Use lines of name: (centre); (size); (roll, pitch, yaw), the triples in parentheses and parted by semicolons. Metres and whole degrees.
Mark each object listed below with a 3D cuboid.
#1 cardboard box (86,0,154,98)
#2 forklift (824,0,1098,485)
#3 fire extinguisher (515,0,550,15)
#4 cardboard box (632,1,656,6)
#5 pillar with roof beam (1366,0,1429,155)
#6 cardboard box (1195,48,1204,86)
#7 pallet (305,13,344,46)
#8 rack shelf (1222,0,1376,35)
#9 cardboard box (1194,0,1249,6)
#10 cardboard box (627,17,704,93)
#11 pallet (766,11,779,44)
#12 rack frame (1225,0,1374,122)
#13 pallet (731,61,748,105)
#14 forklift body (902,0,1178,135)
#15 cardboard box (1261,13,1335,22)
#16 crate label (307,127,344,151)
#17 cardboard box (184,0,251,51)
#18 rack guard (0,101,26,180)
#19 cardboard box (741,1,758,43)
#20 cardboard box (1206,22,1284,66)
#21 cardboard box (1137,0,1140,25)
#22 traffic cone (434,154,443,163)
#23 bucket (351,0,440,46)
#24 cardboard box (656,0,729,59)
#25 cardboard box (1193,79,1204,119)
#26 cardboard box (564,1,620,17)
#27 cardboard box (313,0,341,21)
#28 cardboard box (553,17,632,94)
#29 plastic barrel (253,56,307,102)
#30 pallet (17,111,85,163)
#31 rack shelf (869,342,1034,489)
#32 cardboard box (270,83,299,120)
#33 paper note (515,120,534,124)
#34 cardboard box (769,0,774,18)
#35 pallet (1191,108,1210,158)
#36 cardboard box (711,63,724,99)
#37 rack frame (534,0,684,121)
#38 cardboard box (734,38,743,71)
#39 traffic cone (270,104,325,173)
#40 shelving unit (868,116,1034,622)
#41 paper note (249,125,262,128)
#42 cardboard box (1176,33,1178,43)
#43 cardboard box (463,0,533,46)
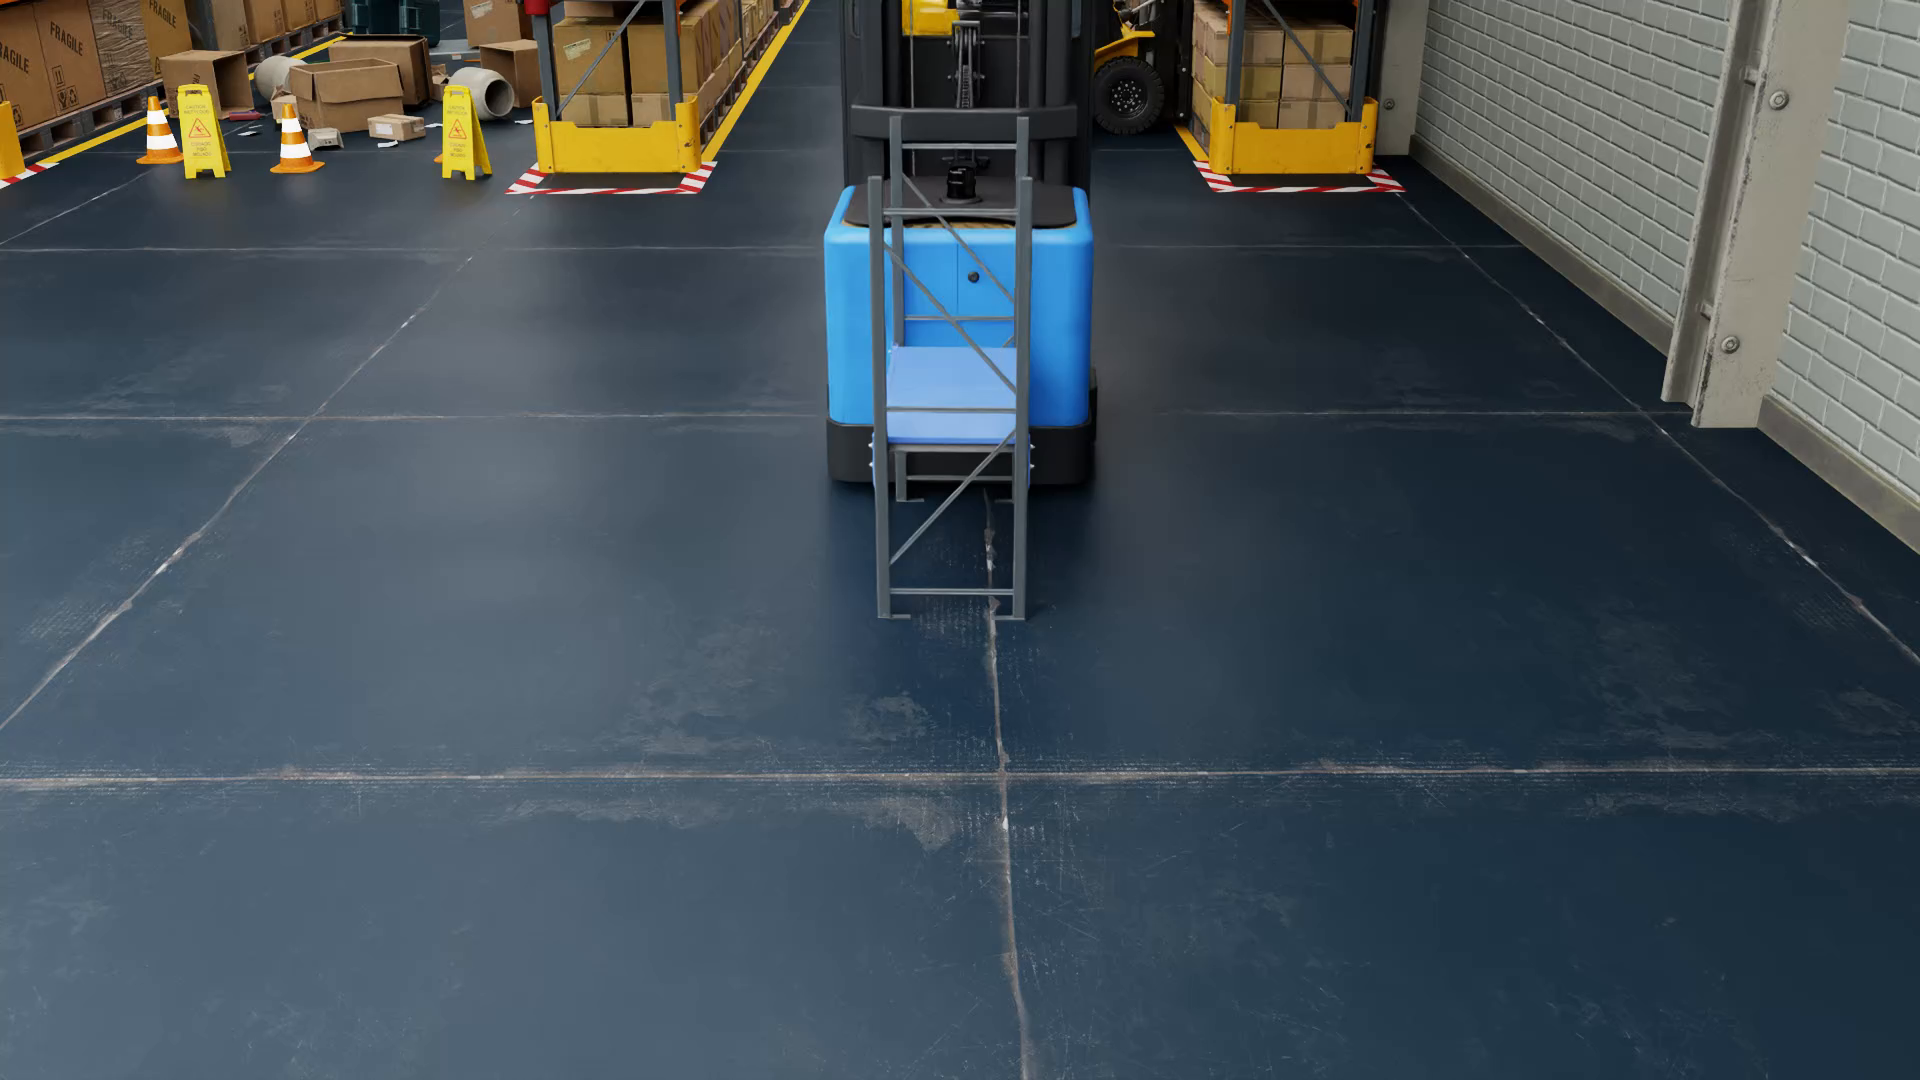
cardboard box: (-7.562, -4.281, 14.144); (0.875, 0.875, 0.875); (0, 24, 0)
forklift: (0.040, -2.117, 7.374); (1.130, 2.935, 3.031); (1, 24, 2)
fire extinguisher: (-2.980, -4.020, 11.592); (0.296, 0.674, 0.183); (0, 24, -1)
cardboard box: (-2.806, -4.354, 14.154); (0.500, 0.500, 0.500); (1, 24, 2)
pillar with roof beam: (-0.968, -7.133, 11.102); (9.100, 9.000, 0.400); (0, 24, -1)
cardboard box: (2.131, -3.700, 13.012); (0.500, 0.250, 0.500); (0, 24, -1)
pallet: (-7.623, -5.741, 18.688); (1.003, 0.211, 1.213); (0, 24, -1)
rack shelf: (2.422, -4.624, 13.708); (1.077, 0.370, 4.000); (0, 24, -1)
cardboard box: (2.102, -4.338, 13.814); (0.500, 0.250, 0.500); (-1, 24, -2)
cardboard box: (-2.253, -3.728, 12.769); (0.500, 0.500, 0.500); (-1, 24, -2)
pallet: (-2.600, -5.808, 18.836); (1.003, 0.211, 1.213); (0, 24, -1)
rack frame: (2.443, -4.128, 11.737); (1.000, 3.000, 0.127); (0, 24, -1)
pallet: (-2.521, -4.205, 15.292); (1.003, 0.211, 1.213); (0, 24, -1)
forklift body: (0.598, -4.515, 13.622); (2.313, 2.155, 1.214); (0, 24, -1)
cardboard box: (2.618, -3.927, 12.906); (0.500, 0.250, 0.500); (0, 24, 0)
crate label: (-4.991, -3.150, 13.048); (0.250, 0.136, 0.298); (-14, 28, -28)
cardboard box: (-7.609, -5.110, 16.129); (1.050, 0.750, 0.750); (0, 24, -1)
rack guard: (-7.468, -2.891, 12.037); (1.175, 0.500, 0.348); (0, 24, -1)
cardboard box: (-2.583, -5.259, 16.917); (0.950, 0.372, 0.625); (1, 24, 3)
cardboard box: (2.126, -3.710, 12.428); (0.500, 0.250, 0.500); (1, 24, 1)
cardboard box: (2.372, -5.730, 17.652); (0.875, 0.625, 0.625); (-1, 24, -3)
traffic cone: (-3.815, -3.120, 12.586); (0.336, 0.463, 0.334); (0, 24, -1)
bucket: (-5.205, -4.844, 15.448); (0.726, 0.611, 0.620); (8, 16, 18)
cardboard box: (-2.275, -4.370, 14.190); (0.500, 0.500, 0.500); (1, 24, 2)
cardboard box: (2.126, -3.464, 13.096); (0.500, 0.250, 0.500); (0, 24, -1)
cardboard box: (-2.861, -4.160, 12.938); (0.380, 0.149, 0.250); (0, 24, 1)
cardboard box: (-7.639, -6.252, 18.653); (1.050, 0.750, 0.750); (-1, 24, -1)
cardboard box: (-2.790, -3.713, 12.737); (0.500, 0.500, 0.500); (0, 24, 0)
plastic barrel: (-5.966, -4.054, 14.700); (0.512, 0.421, 0.421); (19, 30, 35)
pallet: (-7.556, -3.099, 12.846); (1.003, 0.211, 1.213); (0, 24, -1)
rack shelf: (-0.016, -0.460, 5.884); (0.538, 0.185, 1.000); (1, 24, 1)
cardboard box: (-5.652, -3.743, 14.203); (0.396, 0.266, 0.258); (4, 25, 9)
paper note: (-3.676, -3.534, 14.026); (0.142, 0.019, 0.148); (-9, 26, -19)
cardboard box: (-2.611, -6.162, 18.913); (0.950, 0.372, 0.625); (-2, 24, -4)
pallet: (2.393, -3.173, 13.008); (1.003, 0.211, 1.213); (0, 24, -1)
cardboard box: (-2.269, -3.812, 13.864); (0.500, 0.250, 0.500); (1, 24, 3)
rack frame: (-2.520, -4.104, 11.685); (1.000, 3.000, 0.127); (0, 24, -1)
cardboard box: (-2.288, -4.449, 15.273); (0.500, 0.250, 0.500); (1, 24, 2)
traffic cone: (-4.921, -2.975, 12.265); (0.336, 0.463, 0.334); (0, 24, -1)
shelving unit: (-0.016, -0.624, 5.810); (0.538, 1.500, 1.048); (1, 24, 1)
paper note: (-5.869, -3.444, 13.853); (0.032, 0.001, 0.123); (13, 27, 27)
cardboard box: (2.098, -4.327, 14.398); (0.500, 0.250, 0.500); (0, 24, -1)
cardboard box: (-4.343, -4.938, 15.643); (0.500, 0.500, 0.500); (0, 24, -1)
